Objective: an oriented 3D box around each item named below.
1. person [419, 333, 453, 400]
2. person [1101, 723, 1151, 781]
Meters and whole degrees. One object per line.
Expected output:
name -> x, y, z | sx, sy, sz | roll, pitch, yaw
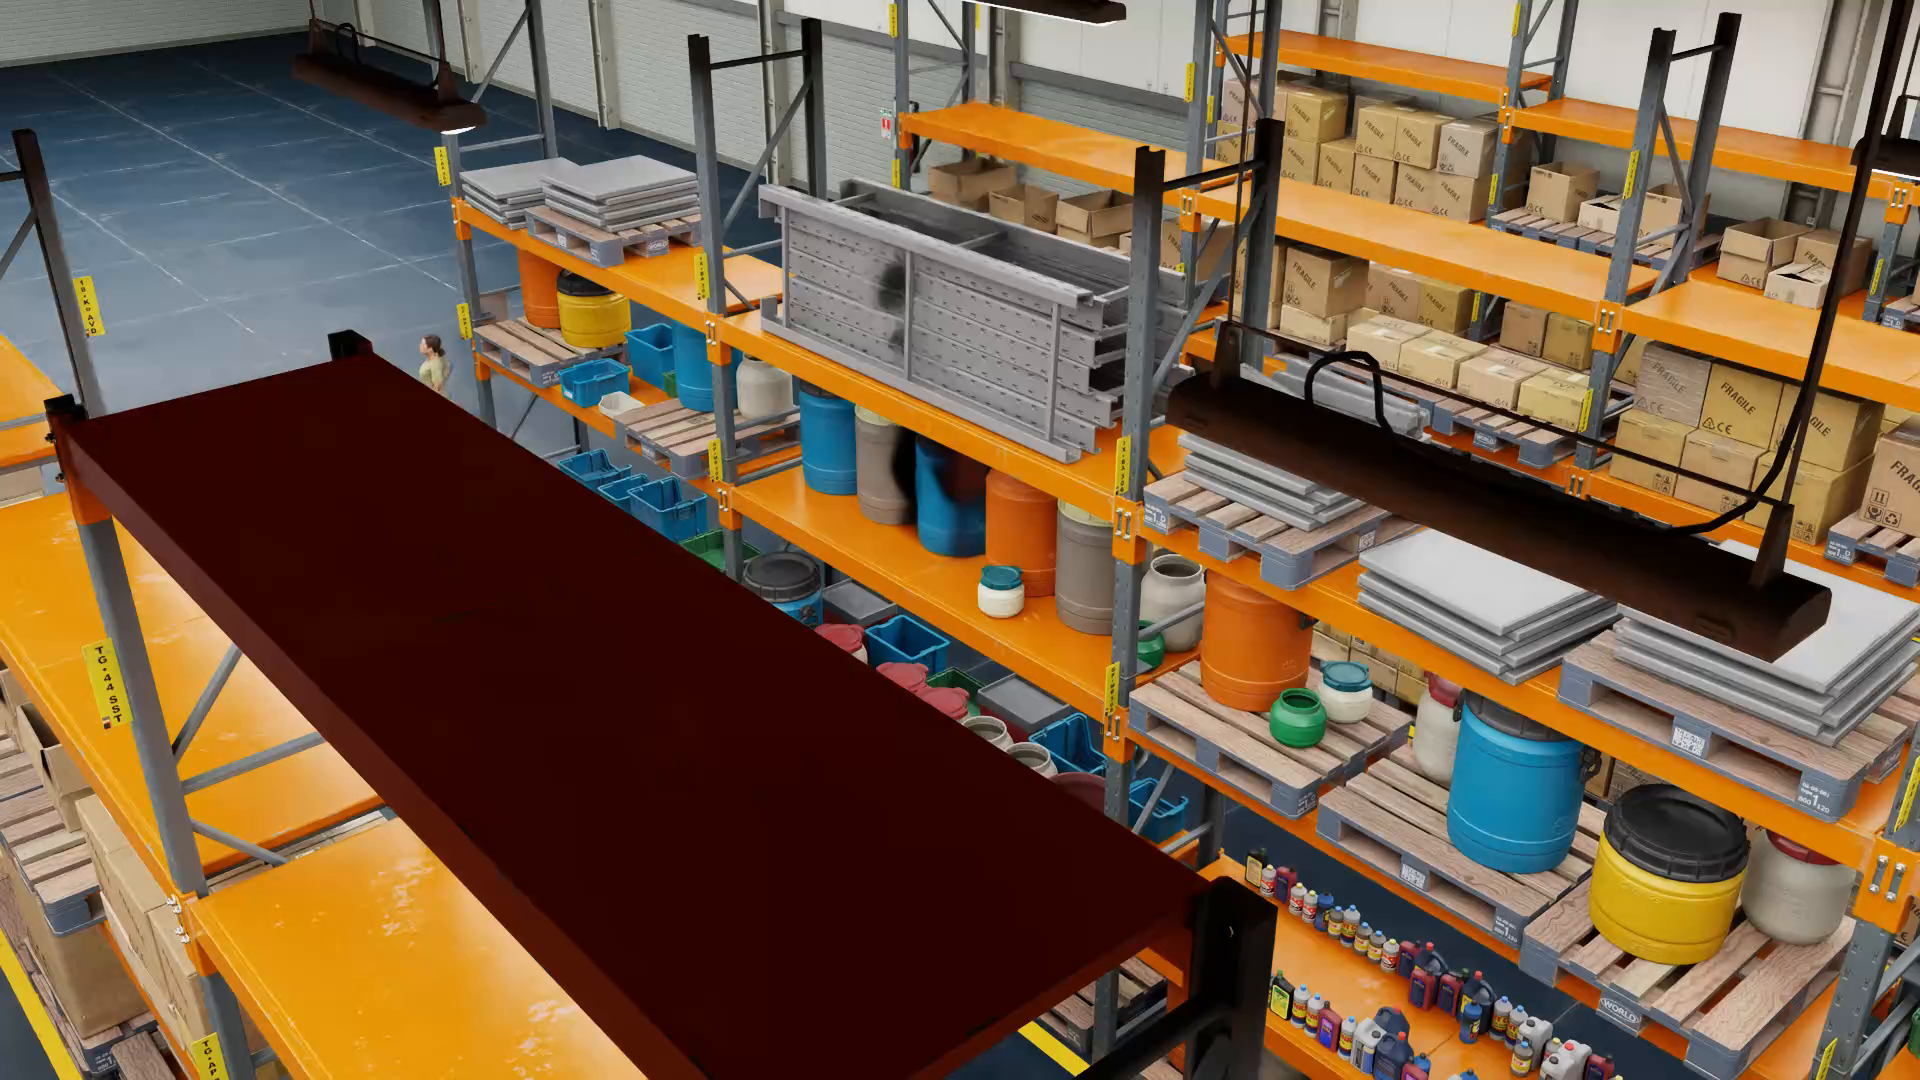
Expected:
person -> -5.954, -1.563, 18.852 | 0.537, 1.630, 0.573 | -8, 28, -15
person -> 1.261, 1.122, 12.907 | 0.505, 1.668, 0.575 | 22, 35, 37
